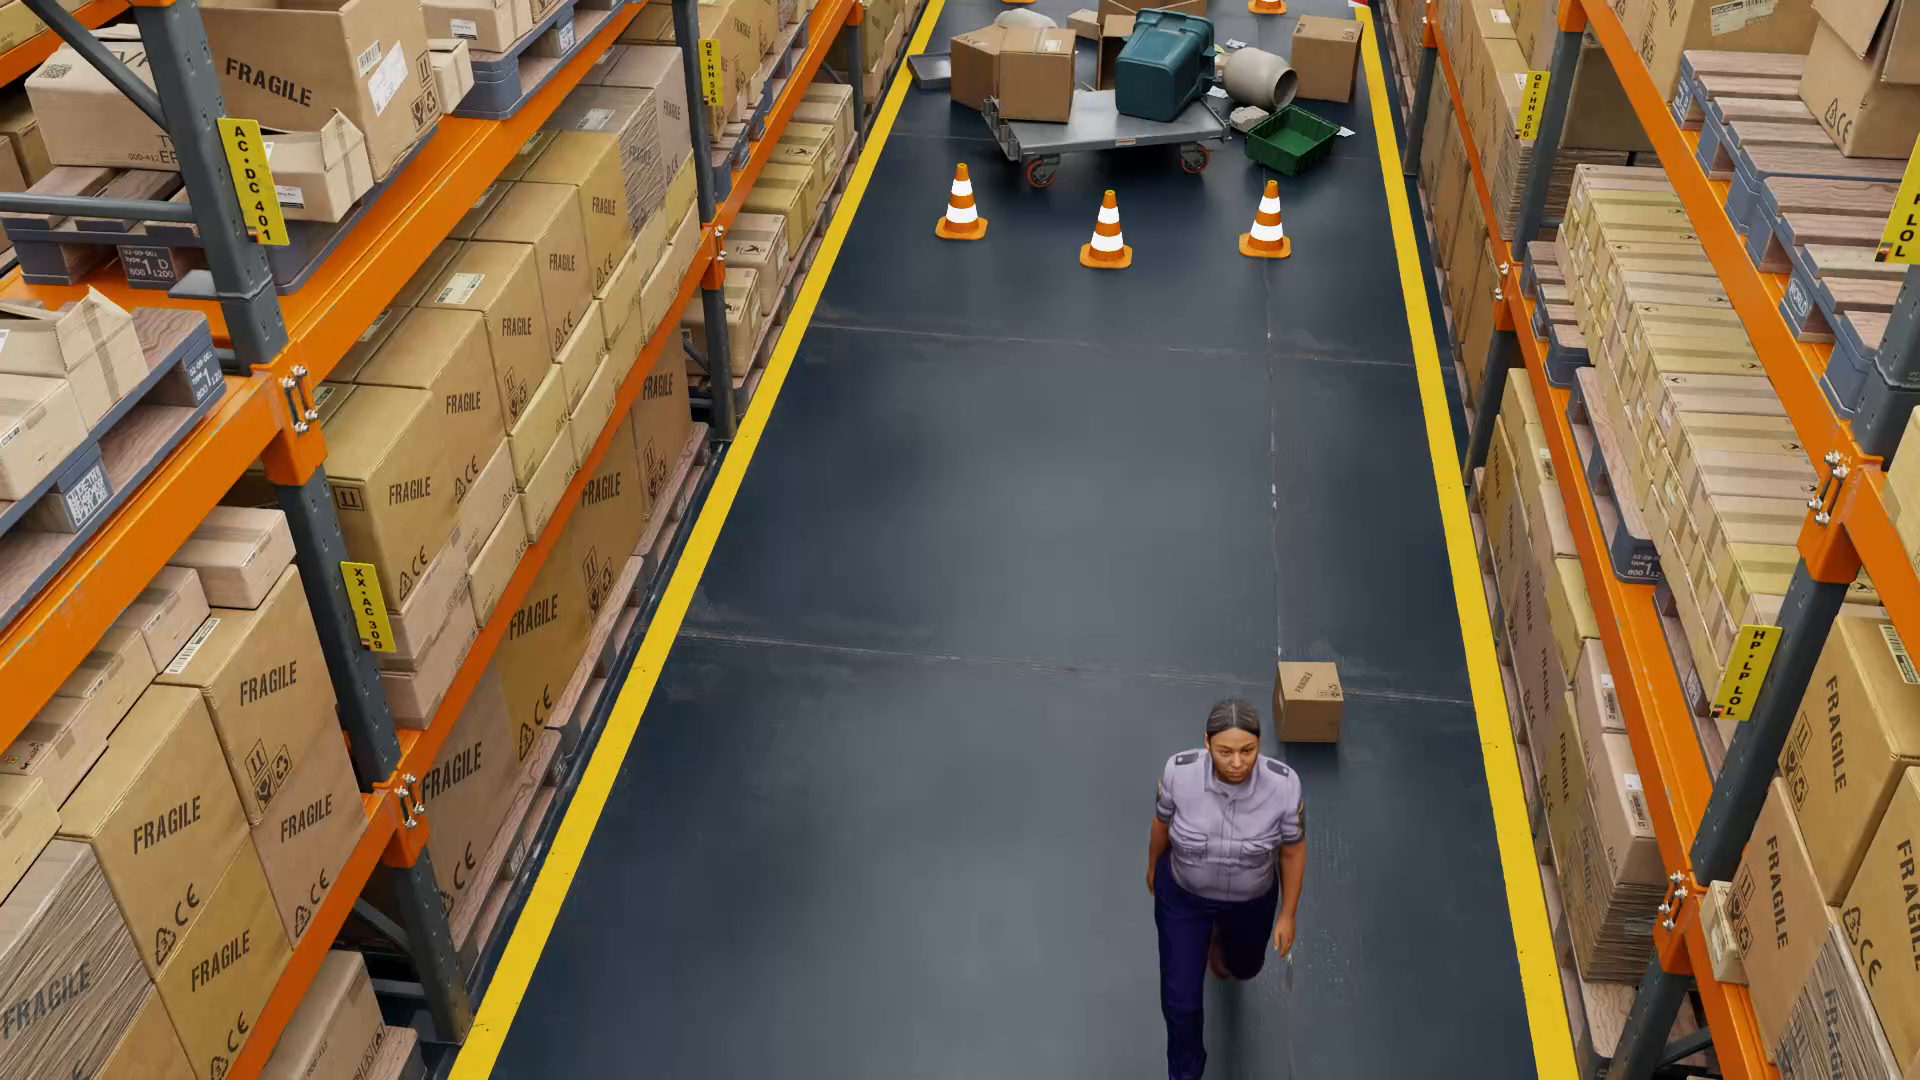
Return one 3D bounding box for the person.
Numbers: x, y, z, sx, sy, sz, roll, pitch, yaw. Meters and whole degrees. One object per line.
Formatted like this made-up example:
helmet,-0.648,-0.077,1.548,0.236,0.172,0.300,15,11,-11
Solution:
person,0.868,1.126,5.513,0.496,1.602,0.906,5,37,6
